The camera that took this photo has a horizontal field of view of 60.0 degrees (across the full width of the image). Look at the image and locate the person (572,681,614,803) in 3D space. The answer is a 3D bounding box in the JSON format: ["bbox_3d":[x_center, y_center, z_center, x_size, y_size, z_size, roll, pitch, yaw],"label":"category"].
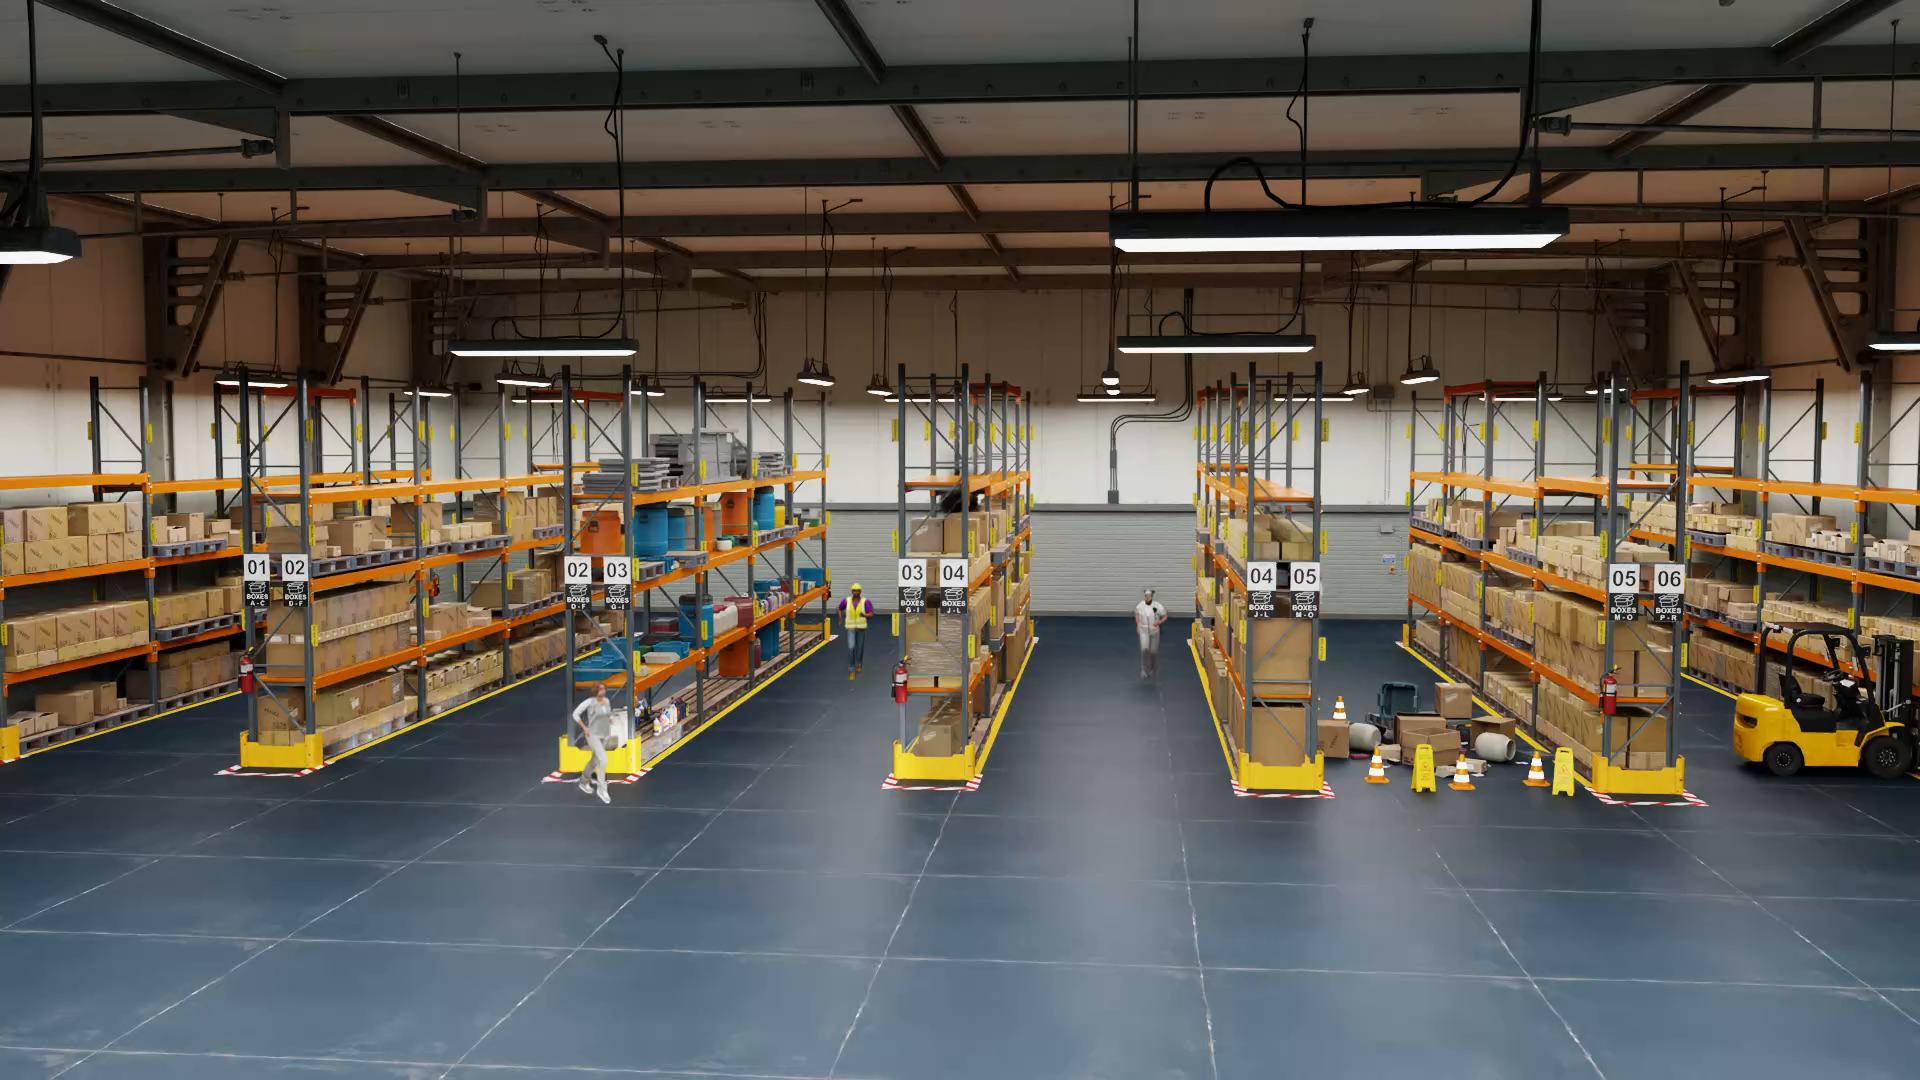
[{"bbox_3d":[-4.986,2.741,22.738,0.677,1.644,0.526,2,4,31],"label":"person"}]

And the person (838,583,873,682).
[{"bbox_3d":[-2.020,1.777,32.289,0.672,1.877,0.746,0,4,-7],"label":"person"}]

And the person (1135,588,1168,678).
[{"bbox_3d":[3.773,1.812,32.883,0.655,1.752,0.854,1,4,9],"label":"person"}]
